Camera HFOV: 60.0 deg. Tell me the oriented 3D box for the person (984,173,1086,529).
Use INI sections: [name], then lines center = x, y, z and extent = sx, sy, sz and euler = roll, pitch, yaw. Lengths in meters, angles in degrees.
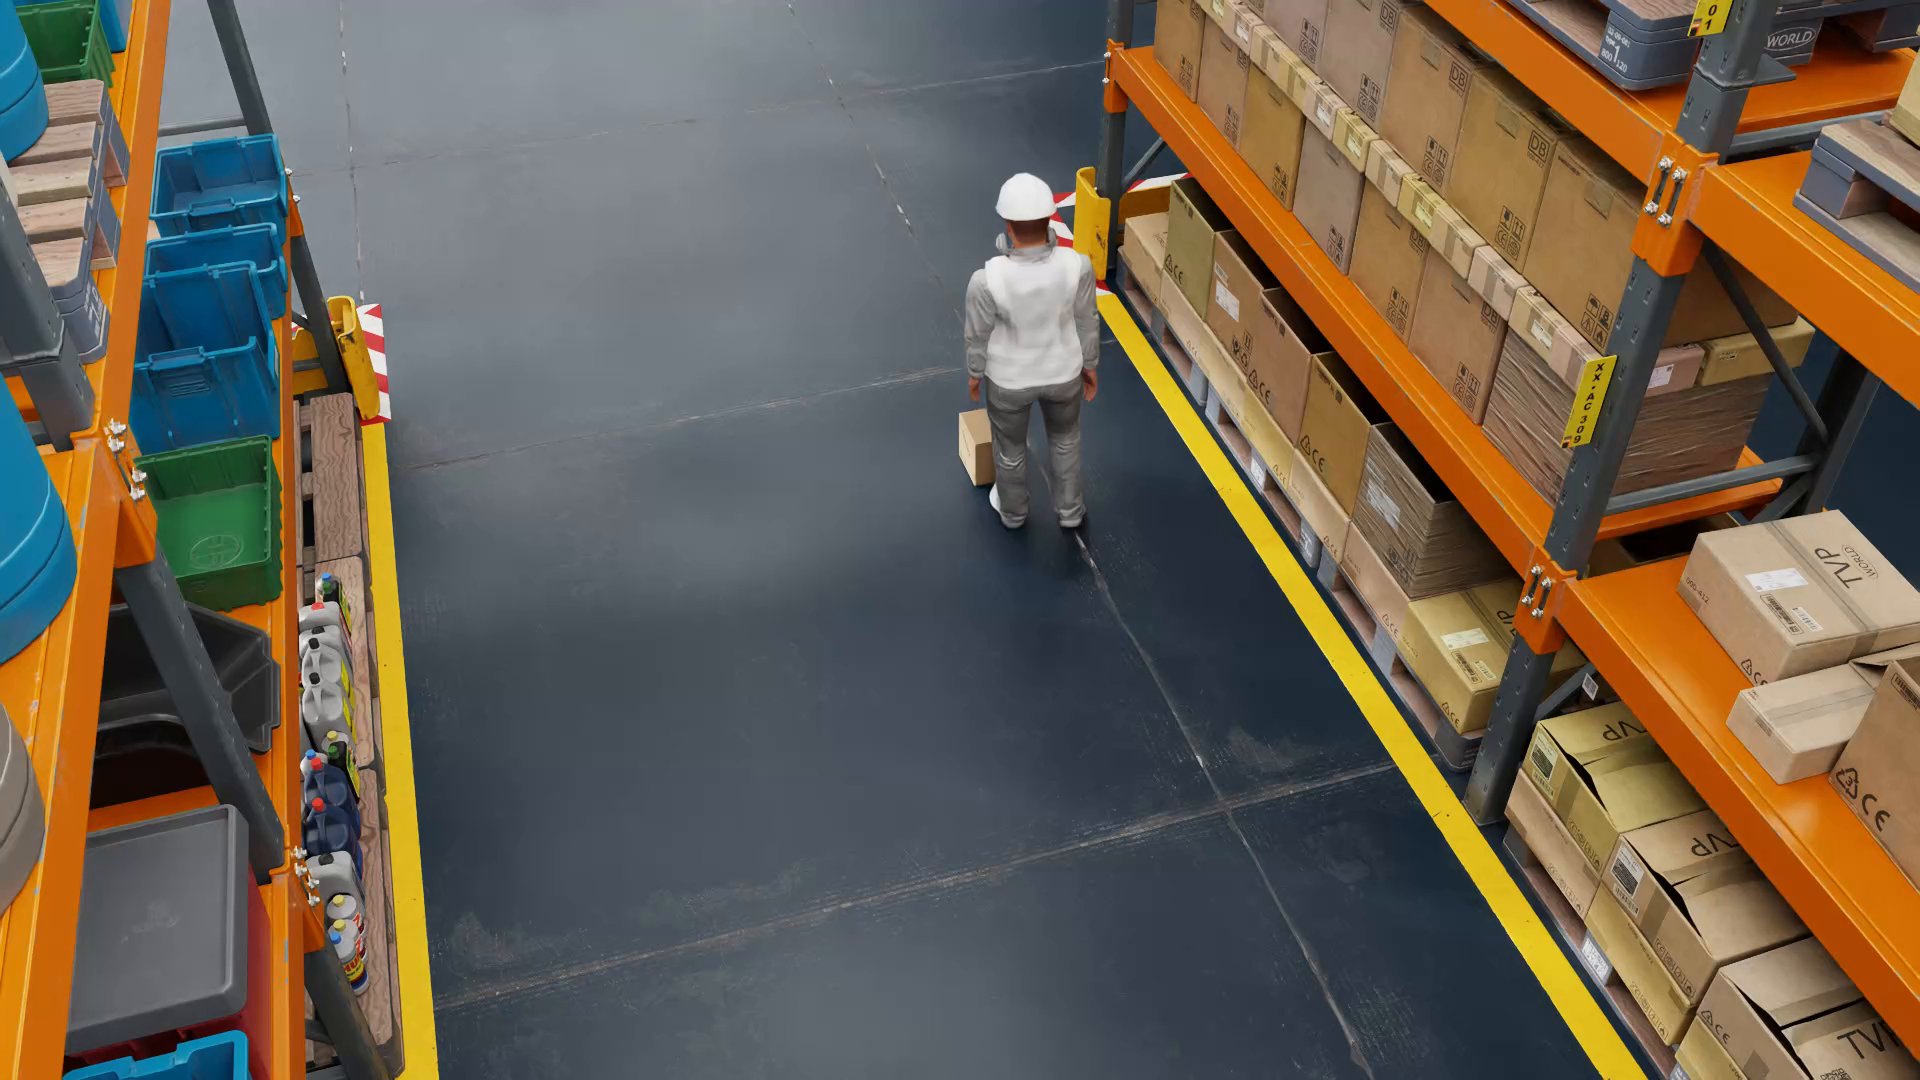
[person]
center = 0.326, -0.738, 6.972
extent = 0.532, 1.819, 0.471
euler = -8, 43, -9
